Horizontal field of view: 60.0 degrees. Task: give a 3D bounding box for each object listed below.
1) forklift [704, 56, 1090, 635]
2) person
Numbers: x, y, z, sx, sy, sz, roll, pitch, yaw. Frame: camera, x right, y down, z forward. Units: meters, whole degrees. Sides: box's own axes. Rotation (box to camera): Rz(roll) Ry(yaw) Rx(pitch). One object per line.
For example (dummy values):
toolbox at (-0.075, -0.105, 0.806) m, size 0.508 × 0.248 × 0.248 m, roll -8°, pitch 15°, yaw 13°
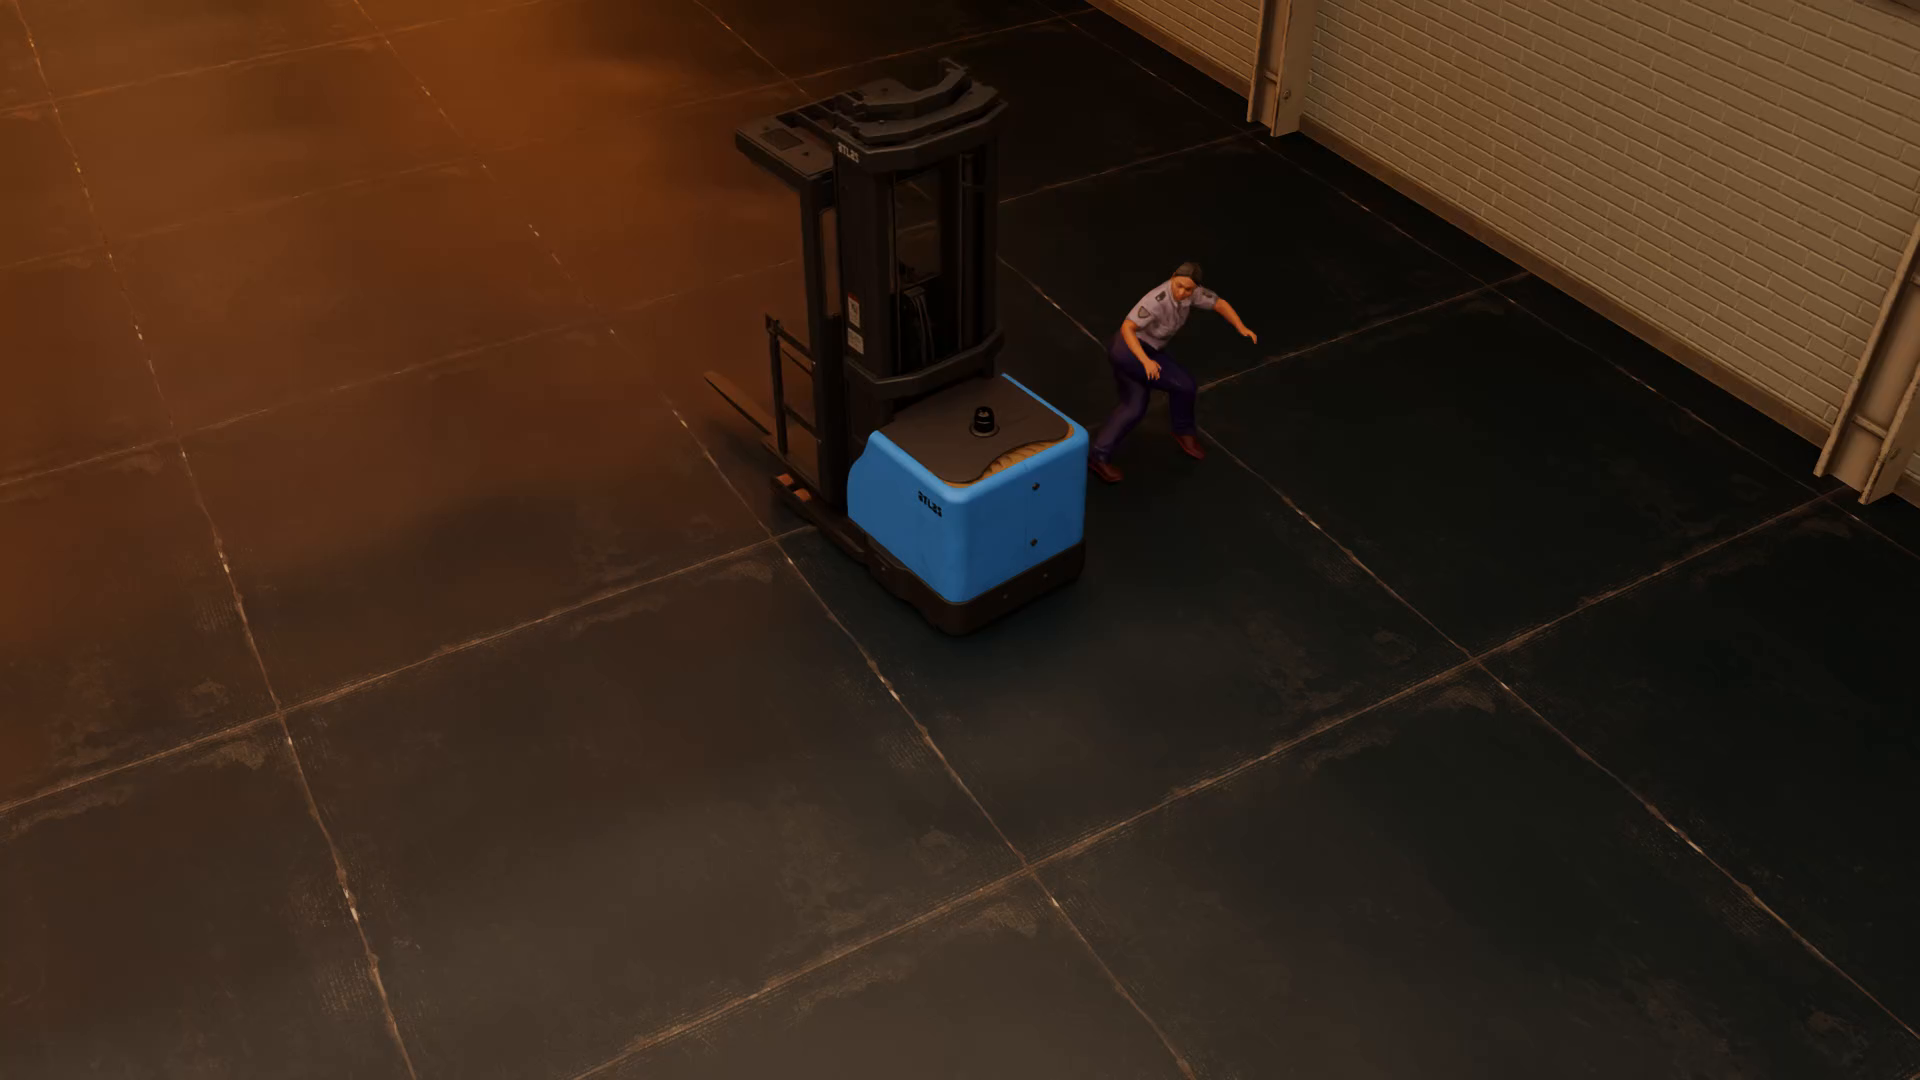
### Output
forklift at (-0.553, -1.463, 9.800) m, size 1.130 × 2.935 × 3.031 m, roll -27°, pitch 47°, yaw -28°
person at (1.341, -1.070, 10.527) m, size 0.981 × 1.431 × 0.899 m, roll 10°, pitch 41°, yaw 12°
